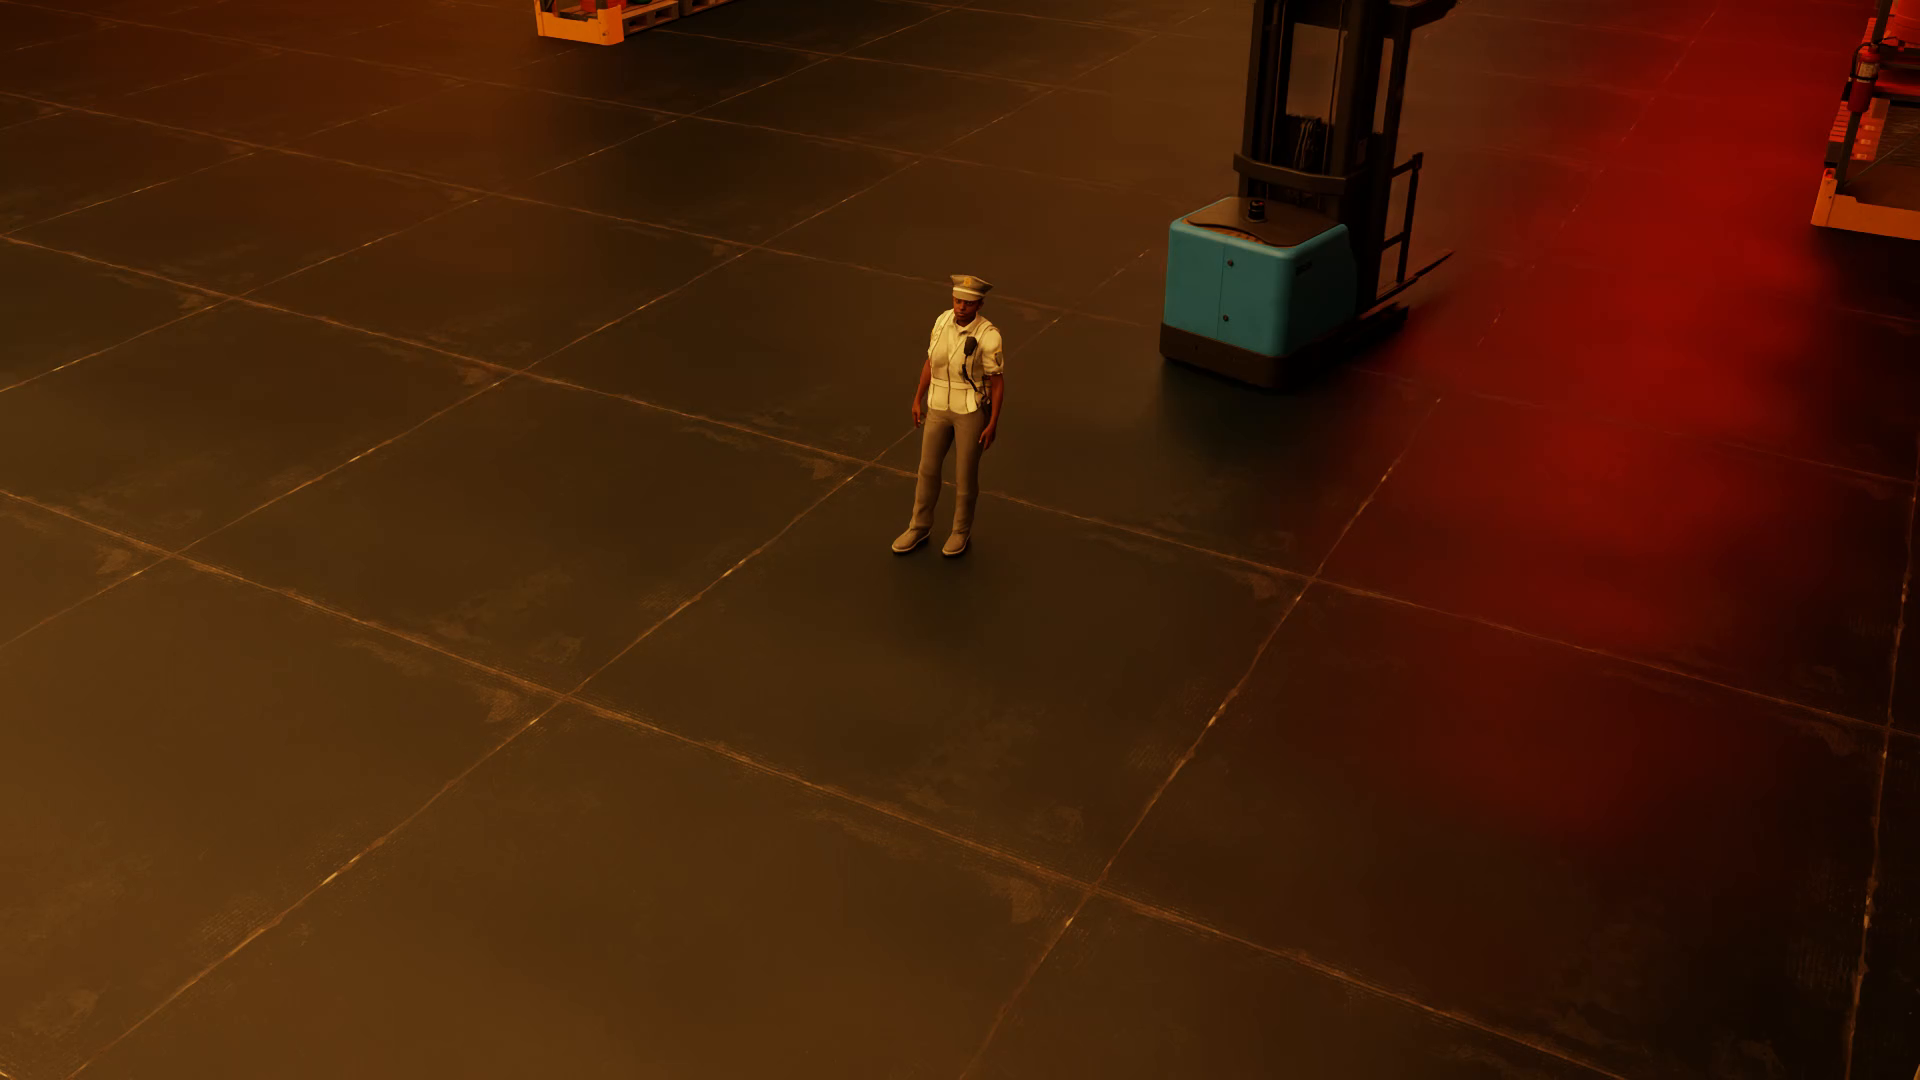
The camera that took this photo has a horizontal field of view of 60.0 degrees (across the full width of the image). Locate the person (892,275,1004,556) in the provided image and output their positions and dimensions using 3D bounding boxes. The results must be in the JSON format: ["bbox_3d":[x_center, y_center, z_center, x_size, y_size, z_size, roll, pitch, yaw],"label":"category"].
[{"bbox_3d":[-0.054,-0.712,9.527,0.569,1.694,0.530,15,33,25],"label":"person"}]

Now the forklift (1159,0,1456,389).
[{"bbox_3d":[2.815,-2.992,12.255,1.130,2.935,3.031,23,37,35],"label":"forklift"}]
